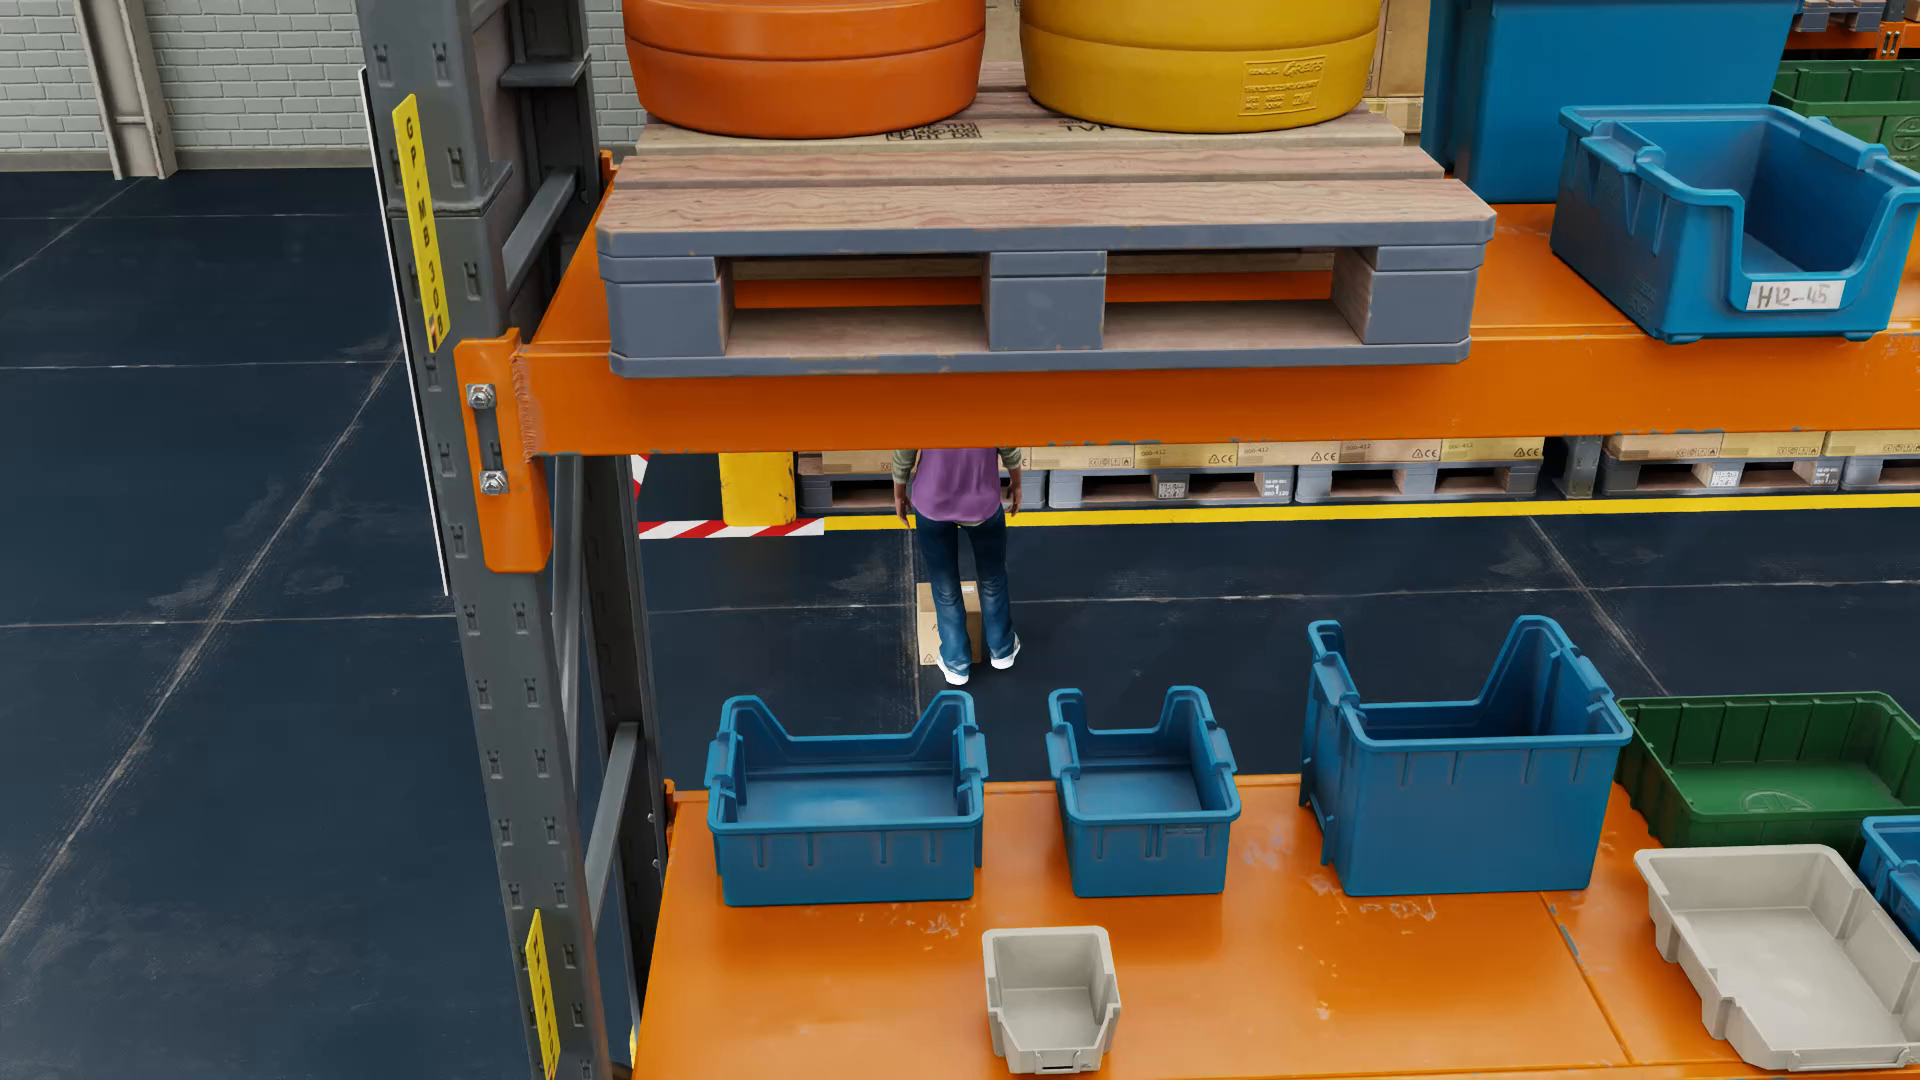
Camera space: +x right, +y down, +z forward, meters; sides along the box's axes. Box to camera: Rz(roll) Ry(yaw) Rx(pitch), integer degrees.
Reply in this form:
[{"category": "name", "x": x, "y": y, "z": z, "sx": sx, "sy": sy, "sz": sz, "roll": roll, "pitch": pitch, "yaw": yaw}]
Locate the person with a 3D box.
[{"category": "person", "x": -0.002, "y": -0.172, "z": 6.436, "sx": 0.521, "sy": 1.599, "sz": 0.472, "roll": -1, "pitch": 28, "yaw": -3}]
